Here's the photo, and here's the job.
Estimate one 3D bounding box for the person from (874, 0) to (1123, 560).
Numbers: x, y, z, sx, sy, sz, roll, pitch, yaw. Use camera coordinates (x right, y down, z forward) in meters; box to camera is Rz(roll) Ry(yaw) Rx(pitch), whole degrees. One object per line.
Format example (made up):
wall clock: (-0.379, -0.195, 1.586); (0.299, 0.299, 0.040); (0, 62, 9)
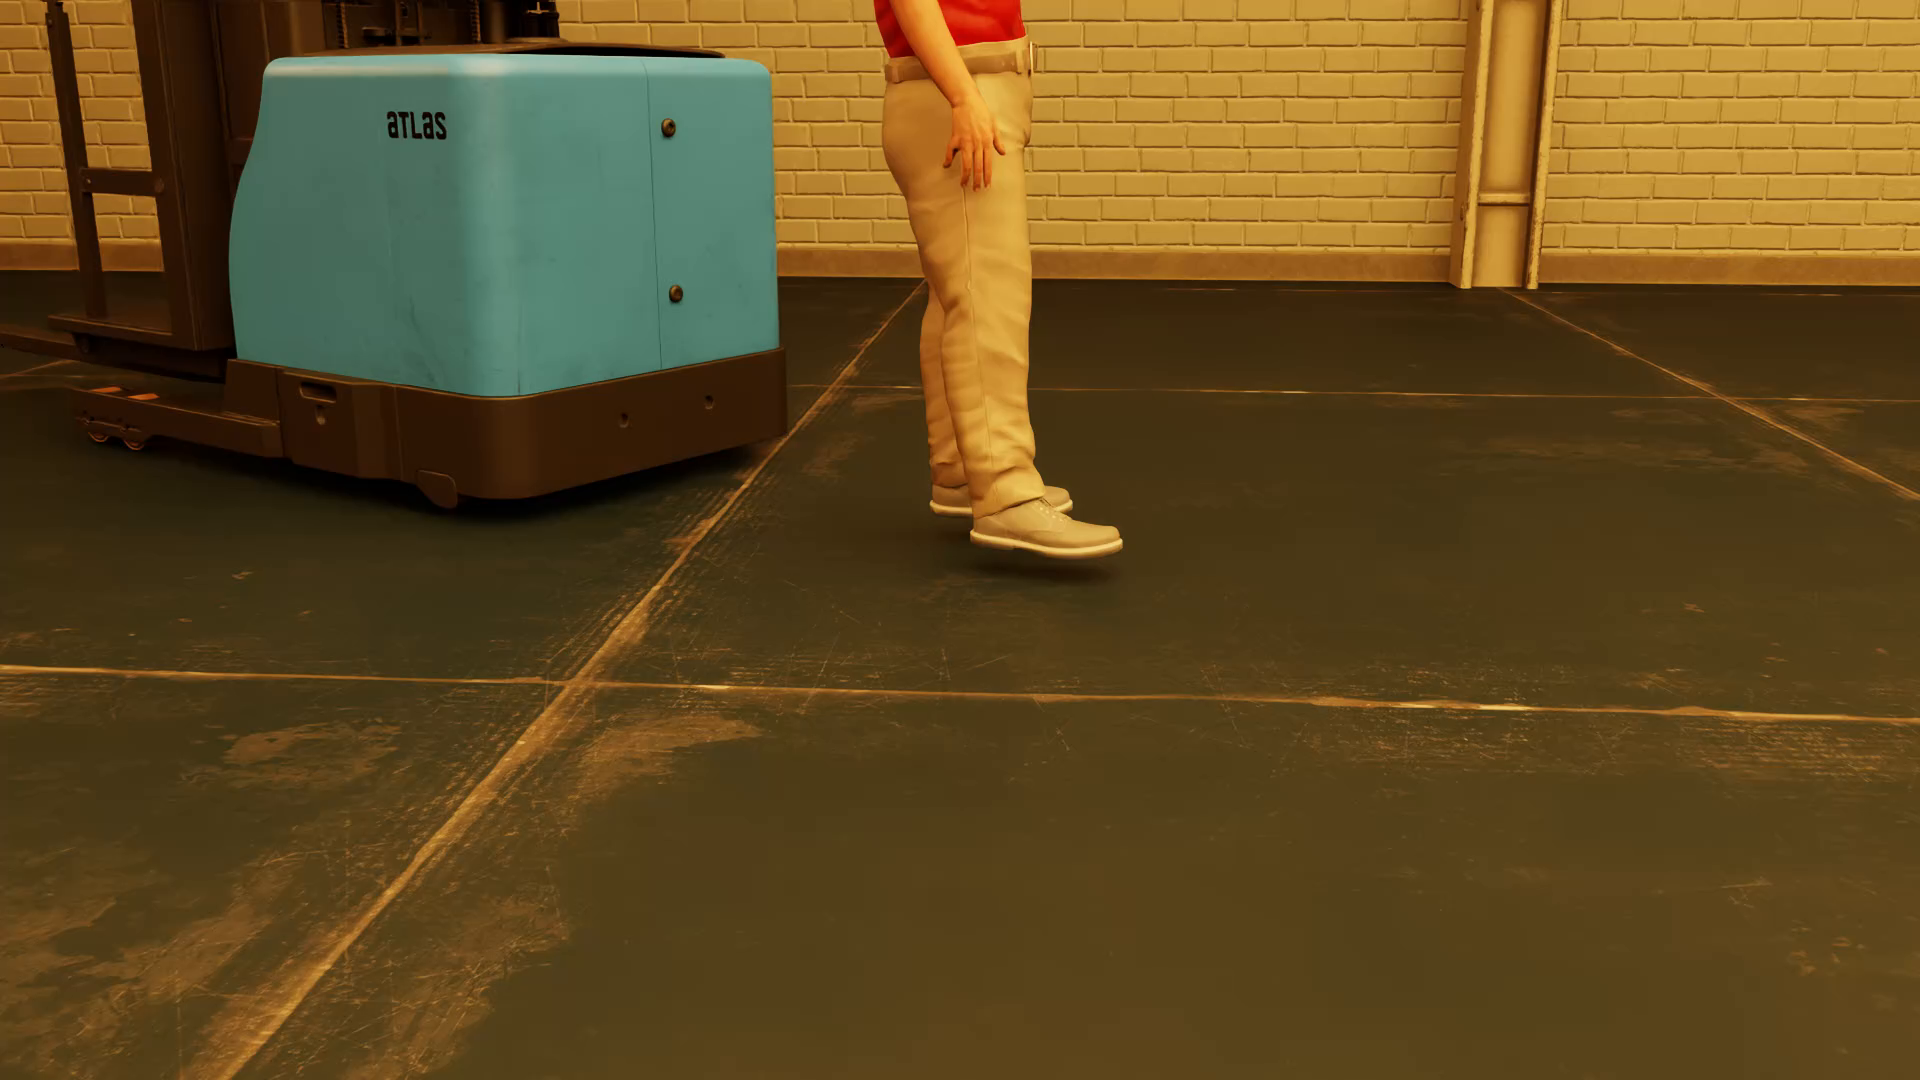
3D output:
person: (0.088, -0.875, 3.557); (0.551, 1.728, 0.640); (1, 15, 4)

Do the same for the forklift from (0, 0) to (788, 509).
forklift: (-1.978, -1.769, 4.735); (3.031, 2.935, 1.130); (11, 18, 34)
